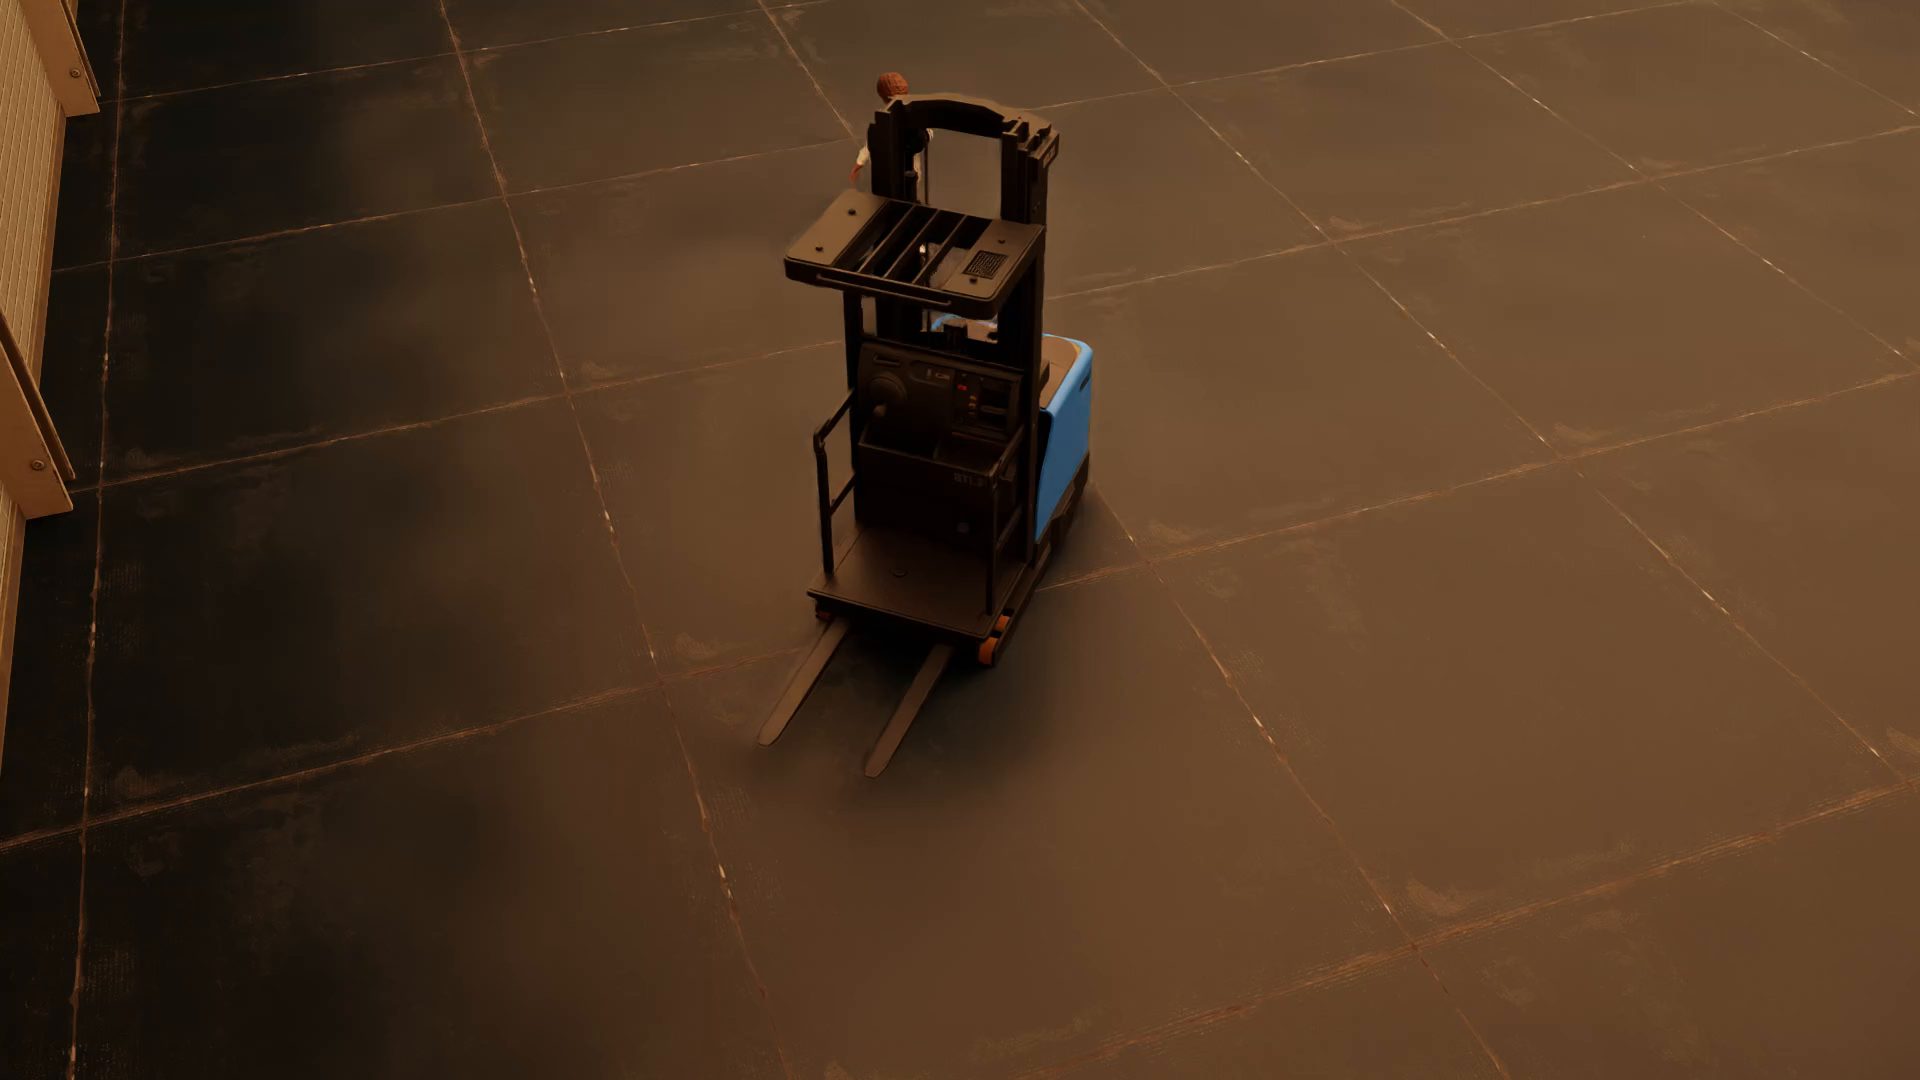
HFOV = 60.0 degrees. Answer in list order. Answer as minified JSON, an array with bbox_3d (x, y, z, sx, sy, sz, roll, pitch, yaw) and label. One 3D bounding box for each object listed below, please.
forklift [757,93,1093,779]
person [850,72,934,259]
[{"bbox_3d":[-0.194,-0.720,8.854,1.130,2.935,3.031,14,42,16],"label":"forklift"},{"bbox_3d":[-0.509,-2.730,12.321,0.649,1.559,0.418,-11,41,-13],"label":"person"}]
